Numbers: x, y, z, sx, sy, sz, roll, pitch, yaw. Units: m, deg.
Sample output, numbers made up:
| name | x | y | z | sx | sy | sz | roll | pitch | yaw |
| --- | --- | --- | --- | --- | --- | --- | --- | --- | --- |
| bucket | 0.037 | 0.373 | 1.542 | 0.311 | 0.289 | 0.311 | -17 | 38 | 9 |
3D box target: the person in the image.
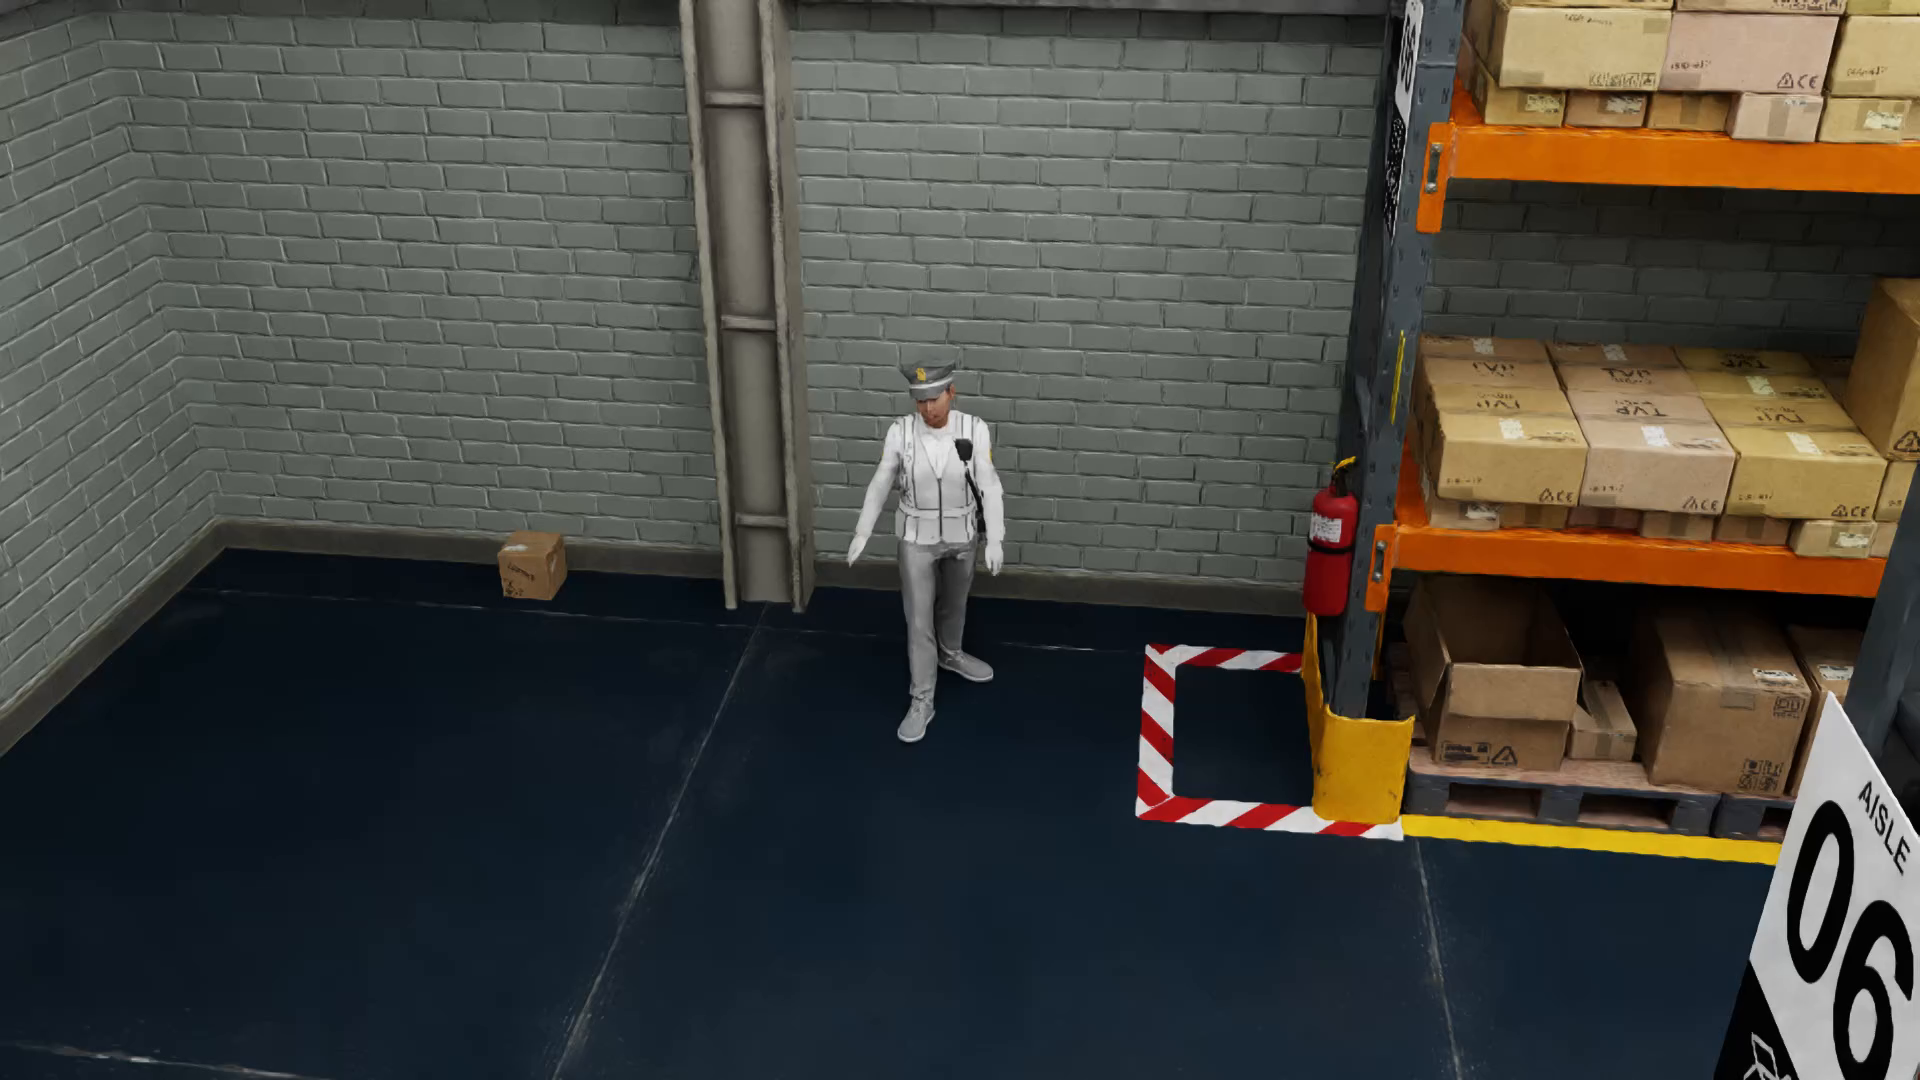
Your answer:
| name | x | y | z | sx | sy | sz | roll | pitch | yaw |
| --- | --- | --- | --- | --- | --- | --- | --- | --- | --- |
| person | -0.145 | 0.002 | 7.086 | 0.666 | 1.663 | 0.642 | -4 | 29 | -7 |
